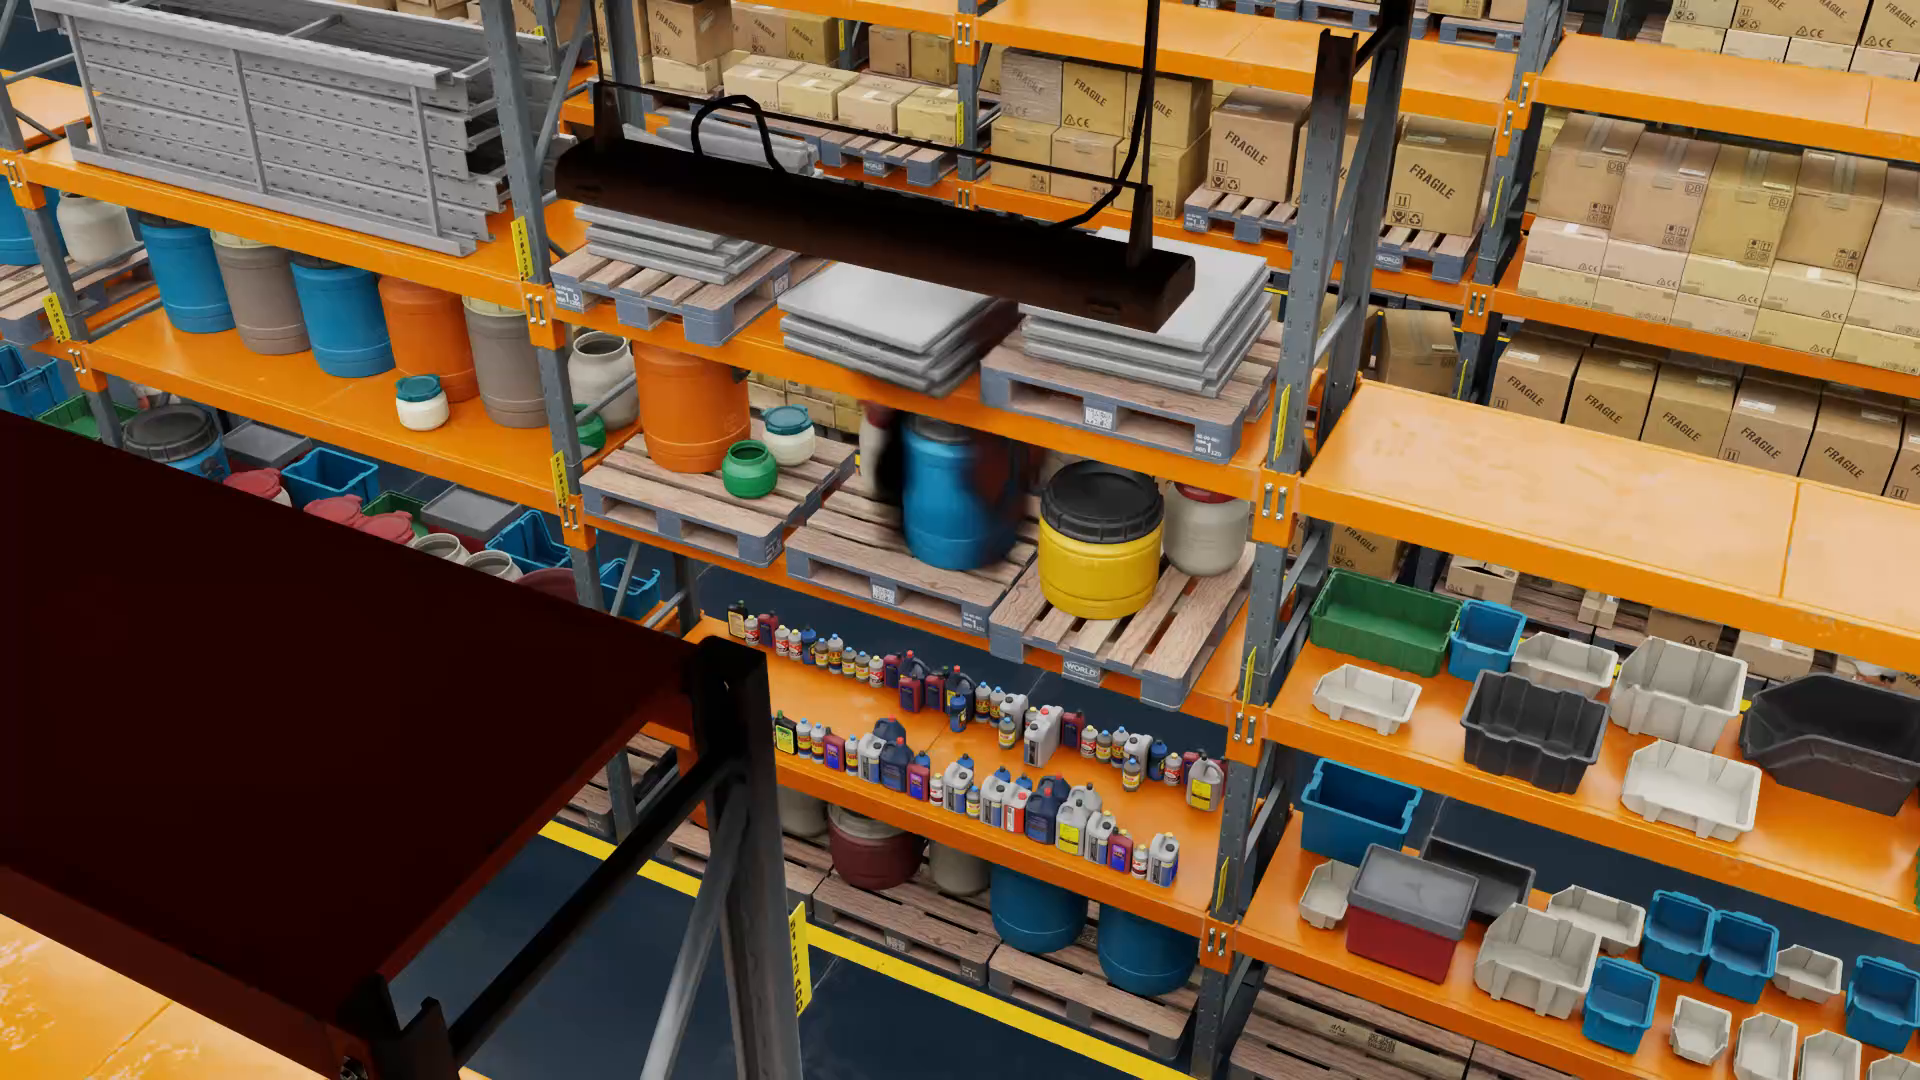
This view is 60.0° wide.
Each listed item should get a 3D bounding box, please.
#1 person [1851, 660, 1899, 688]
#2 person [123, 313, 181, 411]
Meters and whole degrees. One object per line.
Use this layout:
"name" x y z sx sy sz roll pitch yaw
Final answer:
"person" 5.579 1.359 10.523 0.932 1.610 0.530 13 37 17
"person" -6.837 -1.296 14.229 0.551 1.837 0.548 -6 36 -9
